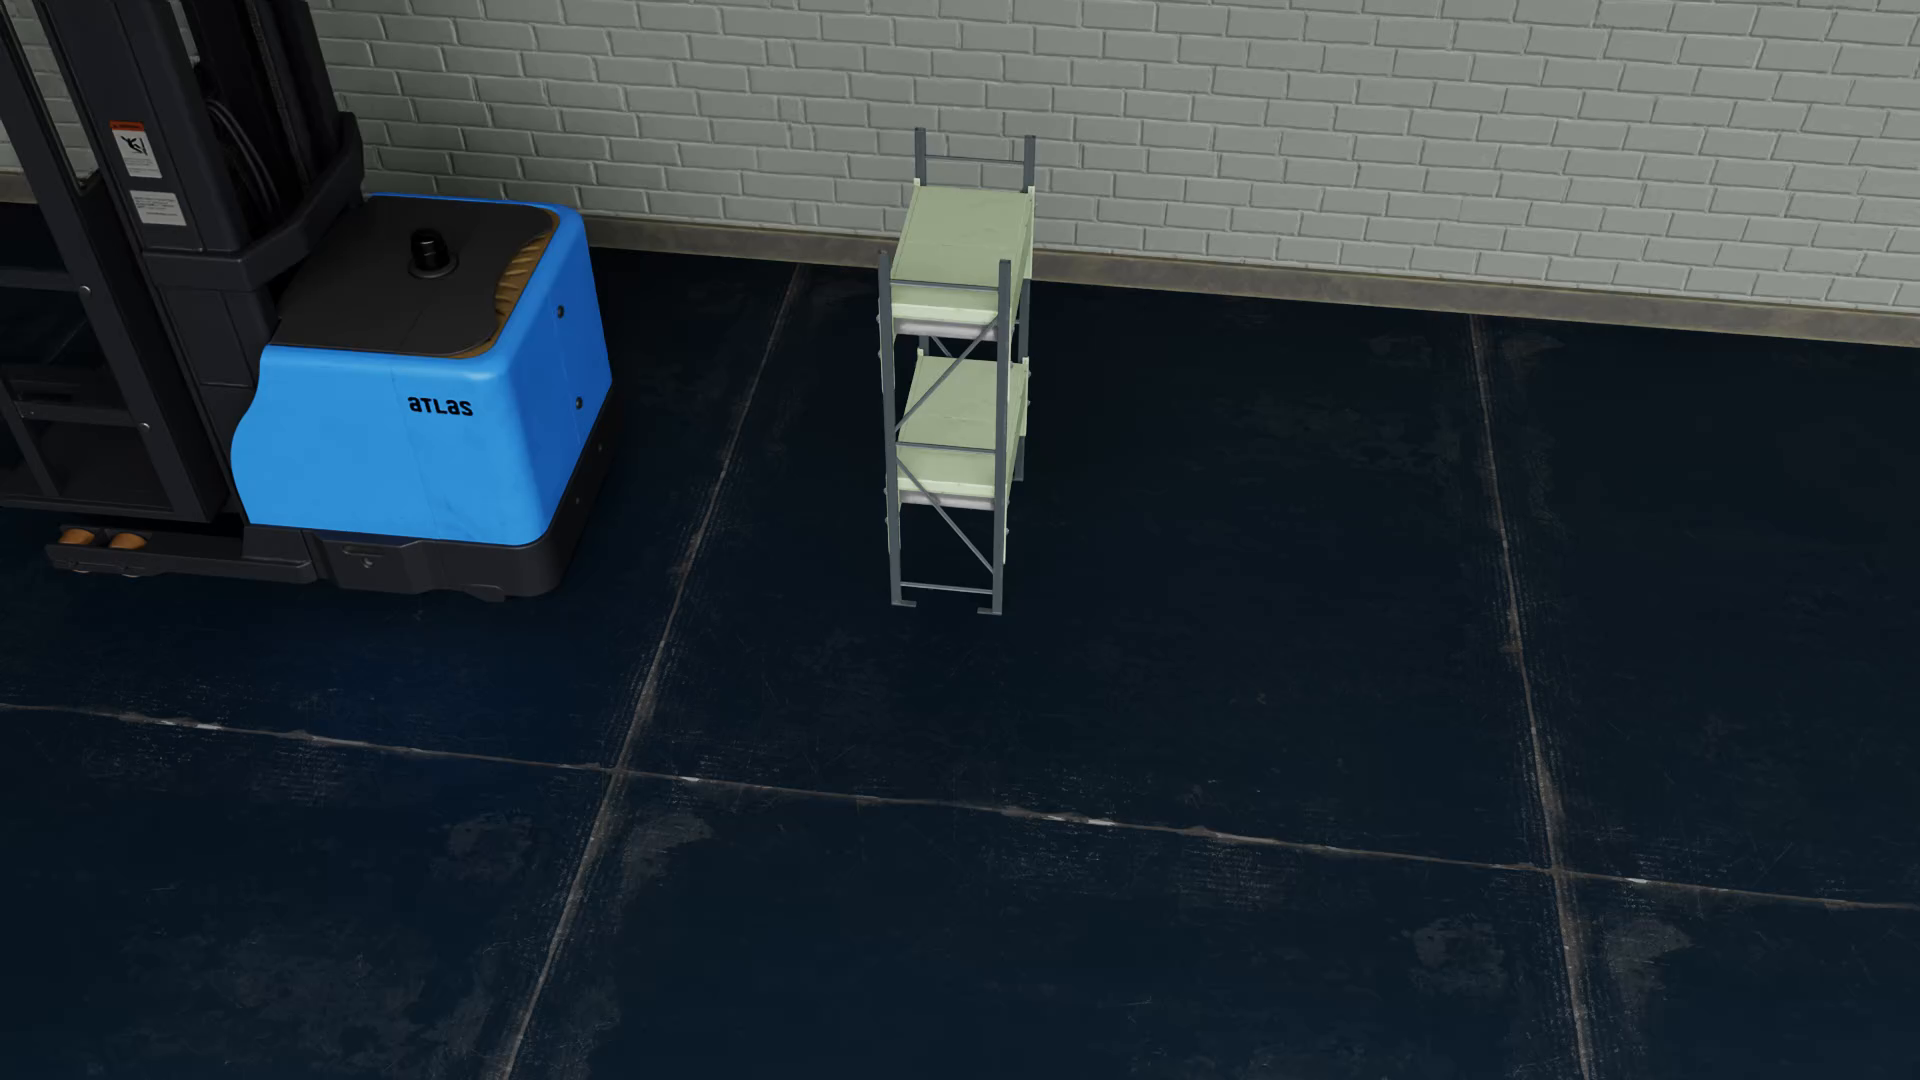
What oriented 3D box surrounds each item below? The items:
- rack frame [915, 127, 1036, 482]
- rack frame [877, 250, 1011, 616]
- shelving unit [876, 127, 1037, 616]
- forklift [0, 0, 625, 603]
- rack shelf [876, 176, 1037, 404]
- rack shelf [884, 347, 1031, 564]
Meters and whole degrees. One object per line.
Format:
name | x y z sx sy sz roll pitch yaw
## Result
rack frame | 0.049 -0.799 6.003 0.400 1.500 0.023 5 44 6
rack frame | -0.048 -0.300 5.476 0.400 1.500 0.023 5 44 6
shelving unit | 0.001 -0.549 5.739 0.431 1.500 0.755 5 44 6
forklift | -2.889 -1.283 5.473 3.031 2.935 1.130 5 44 5
rack shelf | 0.001 -0.833 5.471 0.431 0.370 0.720 5 44 6
rack shelf | 0.001 -0.312 5.963 0.431 0.370 0.720 5 44 6
